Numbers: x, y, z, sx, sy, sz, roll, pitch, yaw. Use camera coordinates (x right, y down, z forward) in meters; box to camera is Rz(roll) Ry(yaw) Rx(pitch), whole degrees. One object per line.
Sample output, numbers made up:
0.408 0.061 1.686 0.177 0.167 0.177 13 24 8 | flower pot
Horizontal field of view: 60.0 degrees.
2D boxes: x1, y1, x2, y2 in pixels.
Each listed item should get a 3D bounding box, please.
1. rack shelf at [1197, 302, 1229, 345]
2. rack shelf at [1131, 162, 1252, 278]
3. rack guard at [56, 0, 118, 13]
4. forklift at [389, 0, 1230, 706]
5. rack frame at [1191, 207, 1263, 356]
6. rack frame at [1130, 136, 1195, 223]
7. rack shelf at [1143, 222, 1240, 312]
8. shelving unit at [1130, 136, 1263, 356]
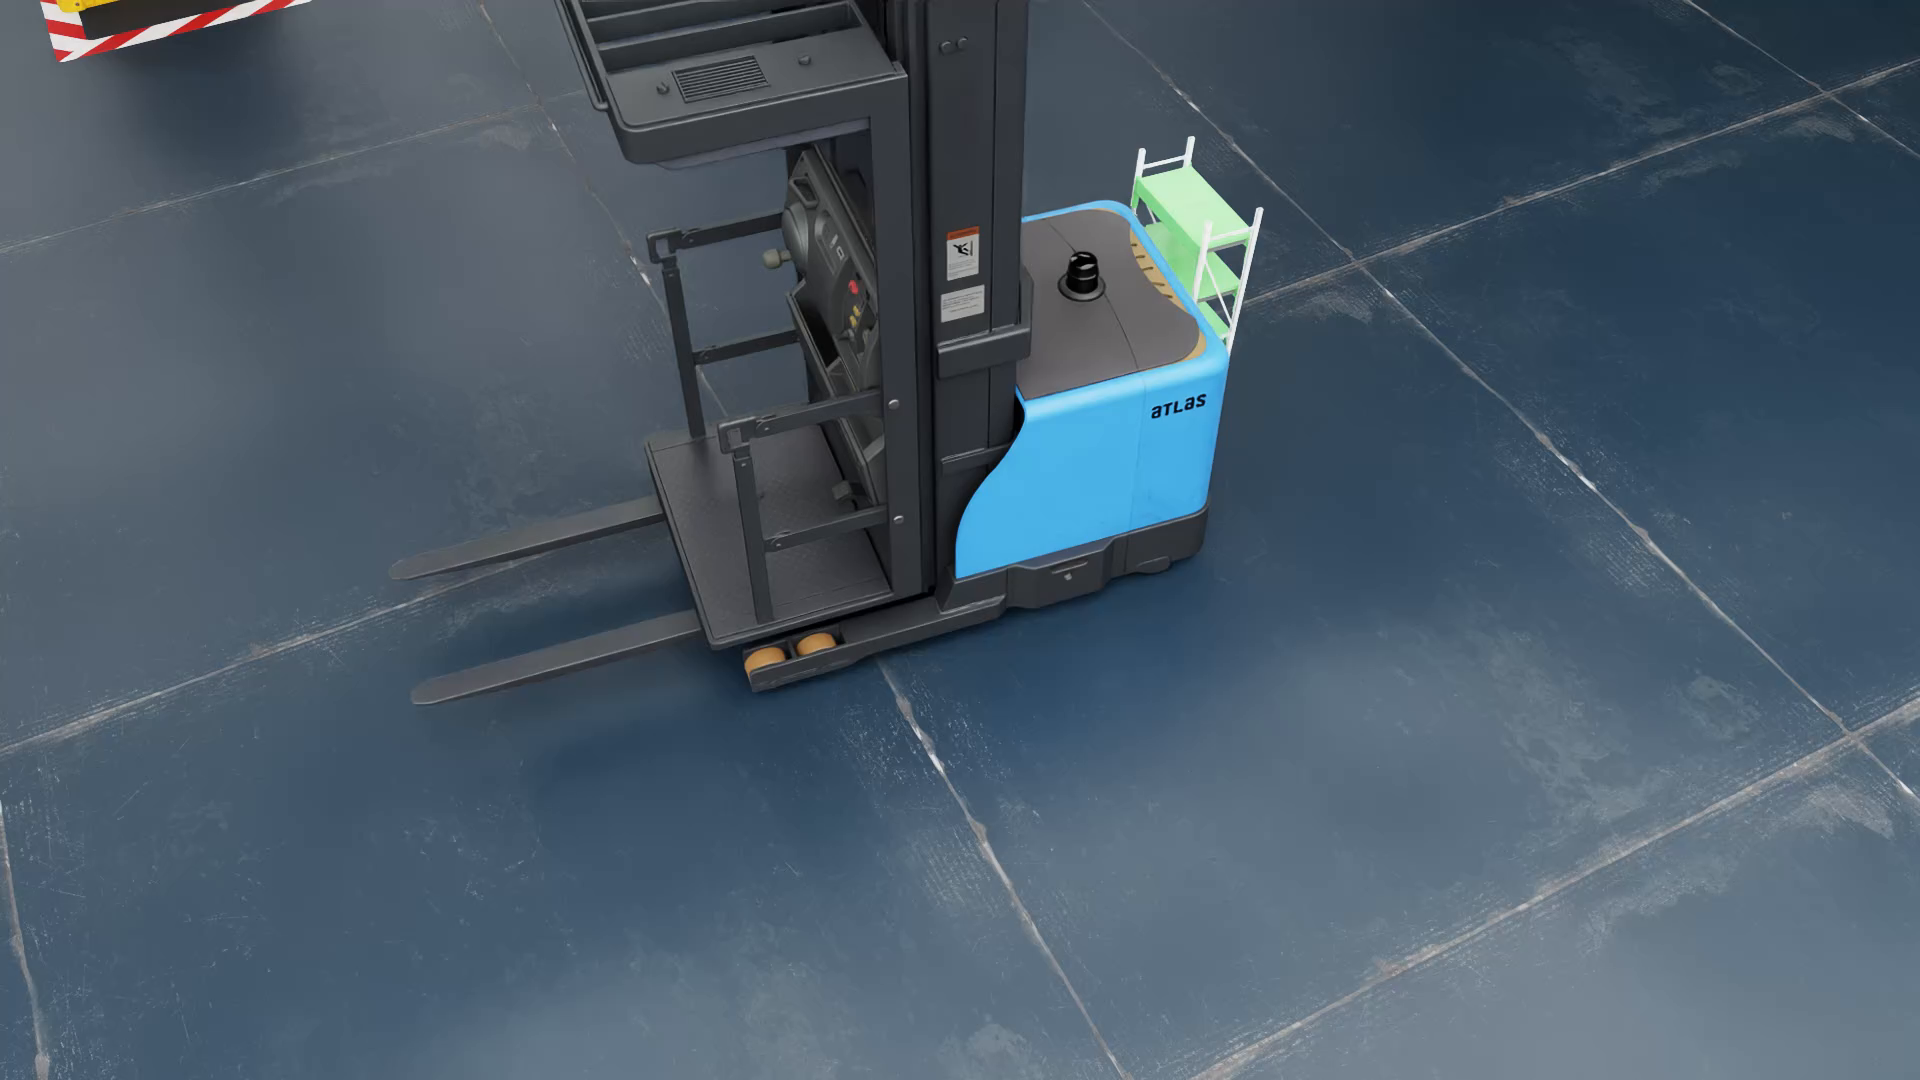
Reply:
0.862 -0.902 6.709 0.258 0.148 0.480 -18 51 -19 | rack shelf
0.888 -1.227 6.357 0.258 0.148 0.480 -18 51 -19 | rack shelf
-4.515 -3.378 9.265 1.175 0.500 0.348 -21 52 -18 | rack guard
-0.613 -0.863 5.450 3.031 2.935 1.130 -15 51 -13 | forklift
0.971 -0.780 6.517 0.240 1.200 0.015 -18 51 -19 | rack frame
0.760 -1.111 6.807 0.240 1.200 0.015 -18 51 -19 | rack frame
0.875 -1.065 6.533 0.258 0.148 0.480 -18 51 -19 | rack shelf
0.865 -0.946 6.662 0.258 1.200 0.503 -18 51 -19 | shelving unit
